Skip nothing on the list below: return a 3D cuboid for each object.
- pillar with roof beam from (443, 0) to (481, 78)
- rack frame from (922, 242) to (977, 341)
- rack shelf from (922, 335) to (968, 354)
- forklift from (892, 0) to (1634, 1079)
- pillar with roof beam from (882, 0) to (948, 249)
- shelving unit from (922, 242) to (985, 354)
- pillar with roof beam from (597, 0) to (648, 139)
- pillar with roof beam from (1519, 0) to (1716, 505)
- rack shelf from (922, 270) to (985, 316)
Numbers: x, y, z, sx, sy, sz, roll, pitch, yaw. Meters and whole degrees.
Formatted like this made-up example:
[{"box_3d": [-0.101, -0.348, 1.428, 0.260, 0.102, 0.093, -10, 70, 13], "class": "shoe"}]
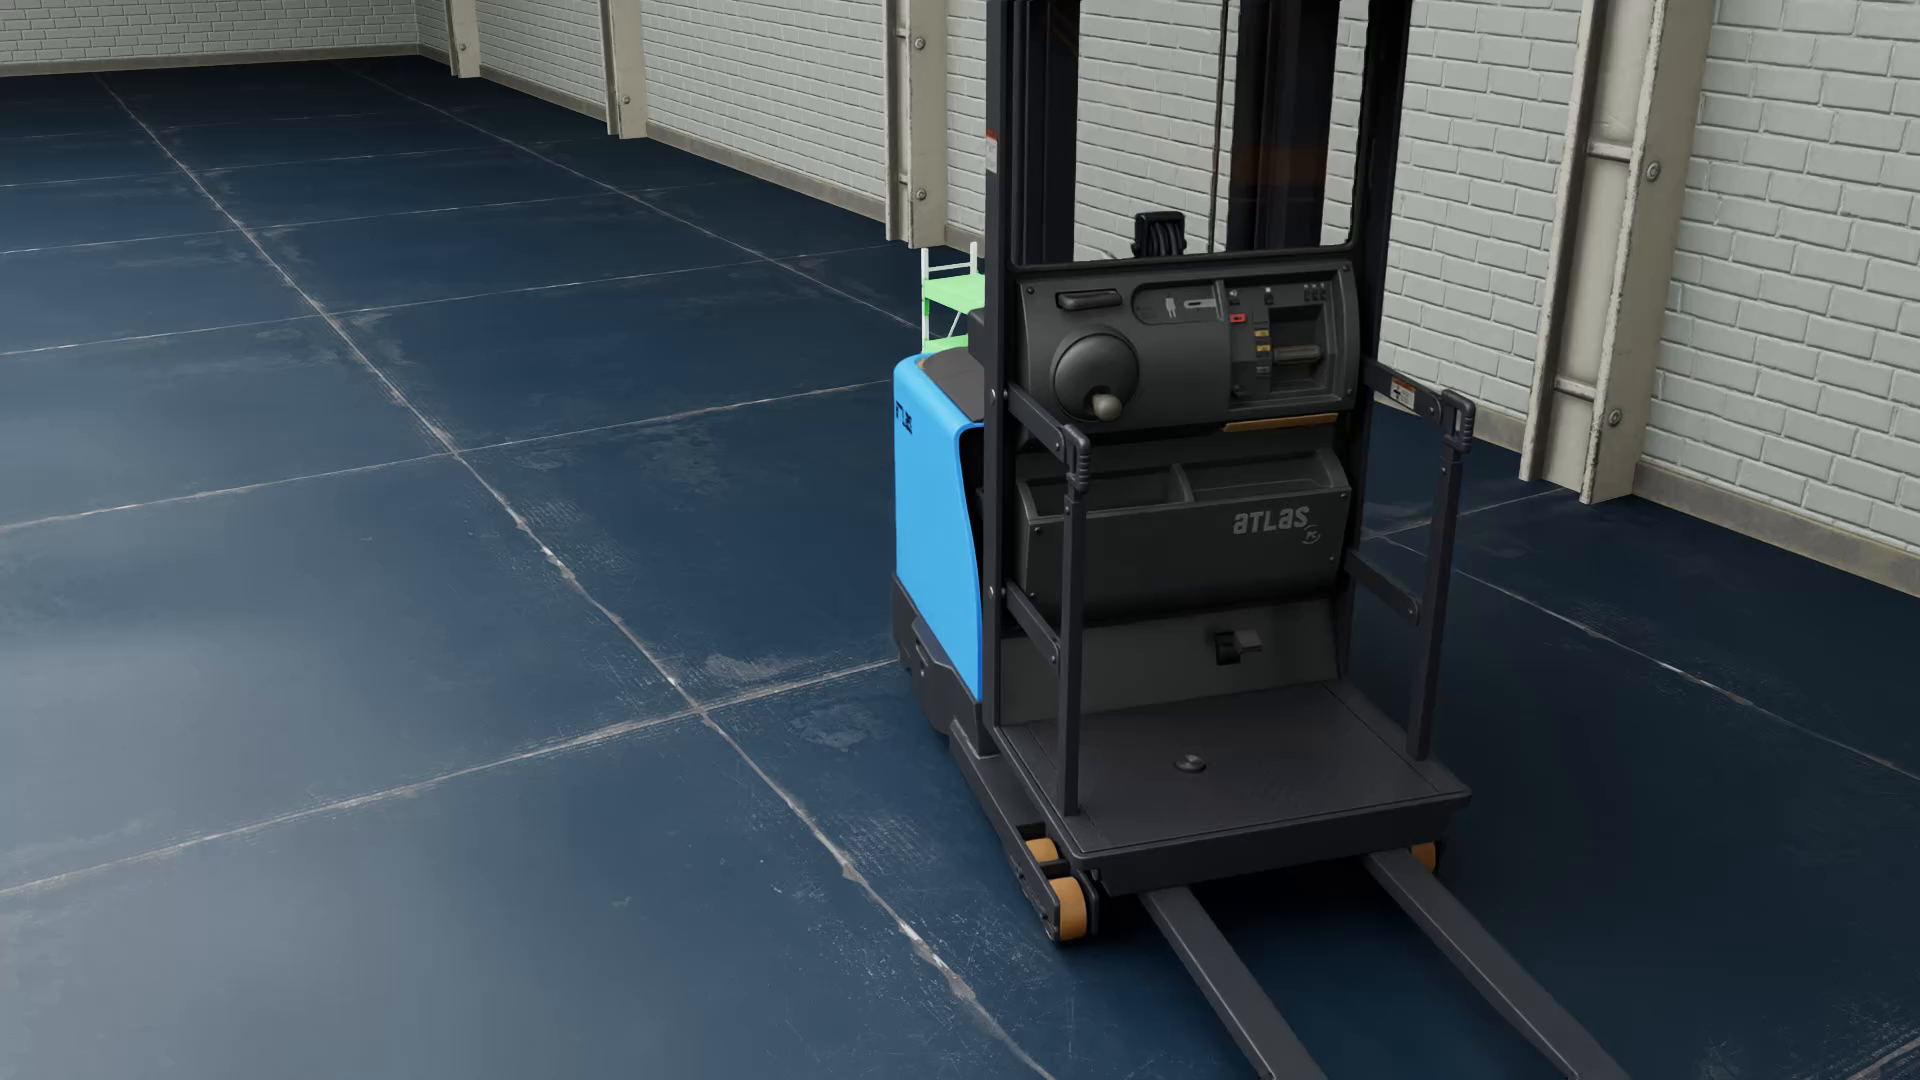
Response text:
[{"box_3d": [-10.147, -9.413, 18.020, 9.100, 9.000, 0.400, -13, 25, -28], "class": "pillar with roof beam"}, {"box_3d": [-0.040, -0.581, 6.648, 0.240, 1.200, 0.015, -13, 25, -28], "class": "rack frame"}, {"box_3d": [0.085, -0.665, 6.387, 0.258, 0.148, 0.480, -13, 25, -28], "class": "rack shelf"}, {"box_3d": [0.668, -0.491, 4.127, 1.130, 2.935, 3.031, -6, 23, -15], "class": "forklift"}, {"box_3d": [-4.017, -5.529, 8.463, 9.100, 9.000, 0.400, -13, 25, -28], "class": "pillar with roof beam"}, {"box_3d": [0.085, -0.502, 6.454, 0.258, 1.200, 0.503, -13, 25, -28], "class": "shelving unit"}, {"box_3d": [-7.082, -7.471, 13.242, 9.100, 9.000, 0.400, -13, 25, -28], "class": "pillar with roof beam"}, {"box_3d": [-0.952, -3.587, 3.685, 9.100, 9.000, 0.400, -13, 25, -28], "class": "pillar with roof beam"}, {"box_3d": [0.085, -0.888, 6.297, 0.258, 0.148, 0.480, -13, 25, -28], "class": "rack shelf"}]
